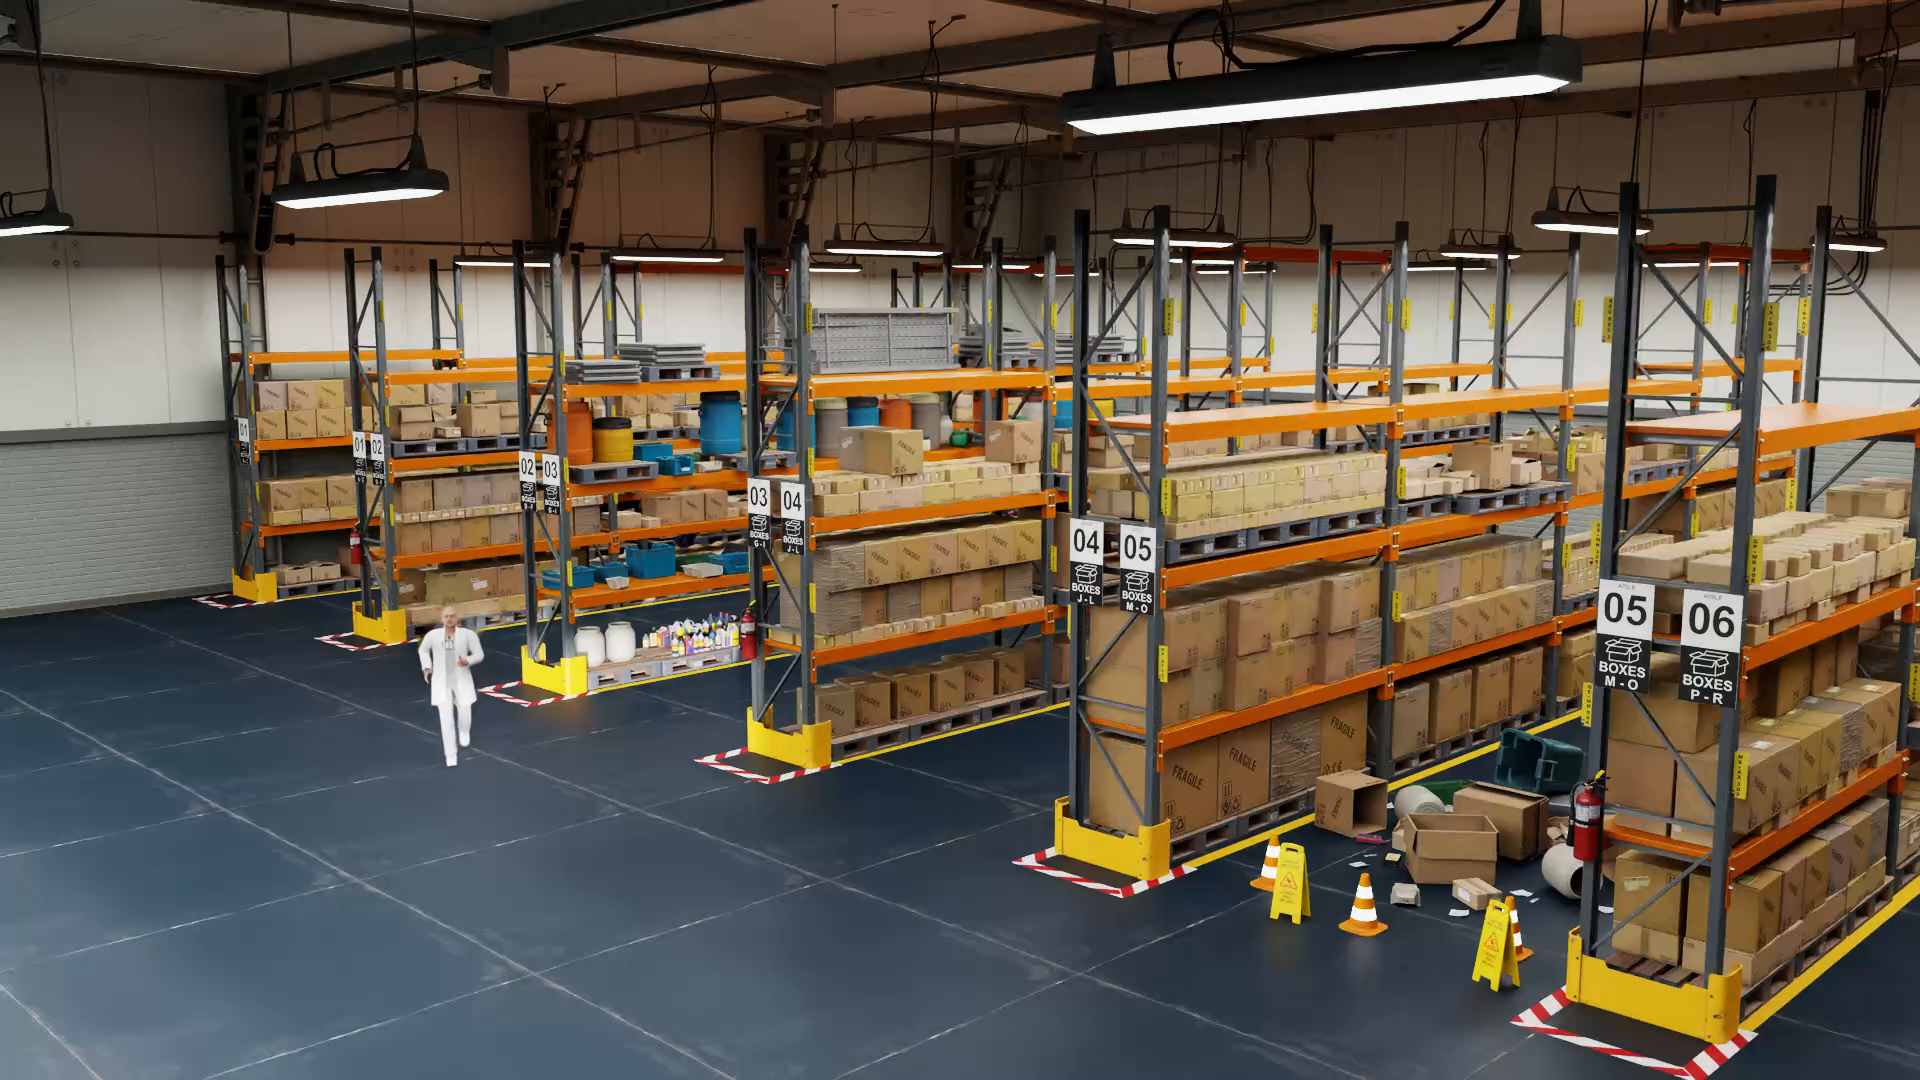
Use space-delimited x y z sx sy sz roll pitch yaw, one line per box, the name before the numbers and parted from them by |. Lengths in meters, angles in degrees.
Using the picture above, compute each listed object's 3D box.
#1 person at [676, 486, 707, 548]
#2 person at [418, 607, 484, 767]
person | -5.379 -0.324 33.172 0.618 1.629 0.701 8 11 44
person | -5.772 1.624 18.896 0.718 1.753 0.981 -2 8 -15
